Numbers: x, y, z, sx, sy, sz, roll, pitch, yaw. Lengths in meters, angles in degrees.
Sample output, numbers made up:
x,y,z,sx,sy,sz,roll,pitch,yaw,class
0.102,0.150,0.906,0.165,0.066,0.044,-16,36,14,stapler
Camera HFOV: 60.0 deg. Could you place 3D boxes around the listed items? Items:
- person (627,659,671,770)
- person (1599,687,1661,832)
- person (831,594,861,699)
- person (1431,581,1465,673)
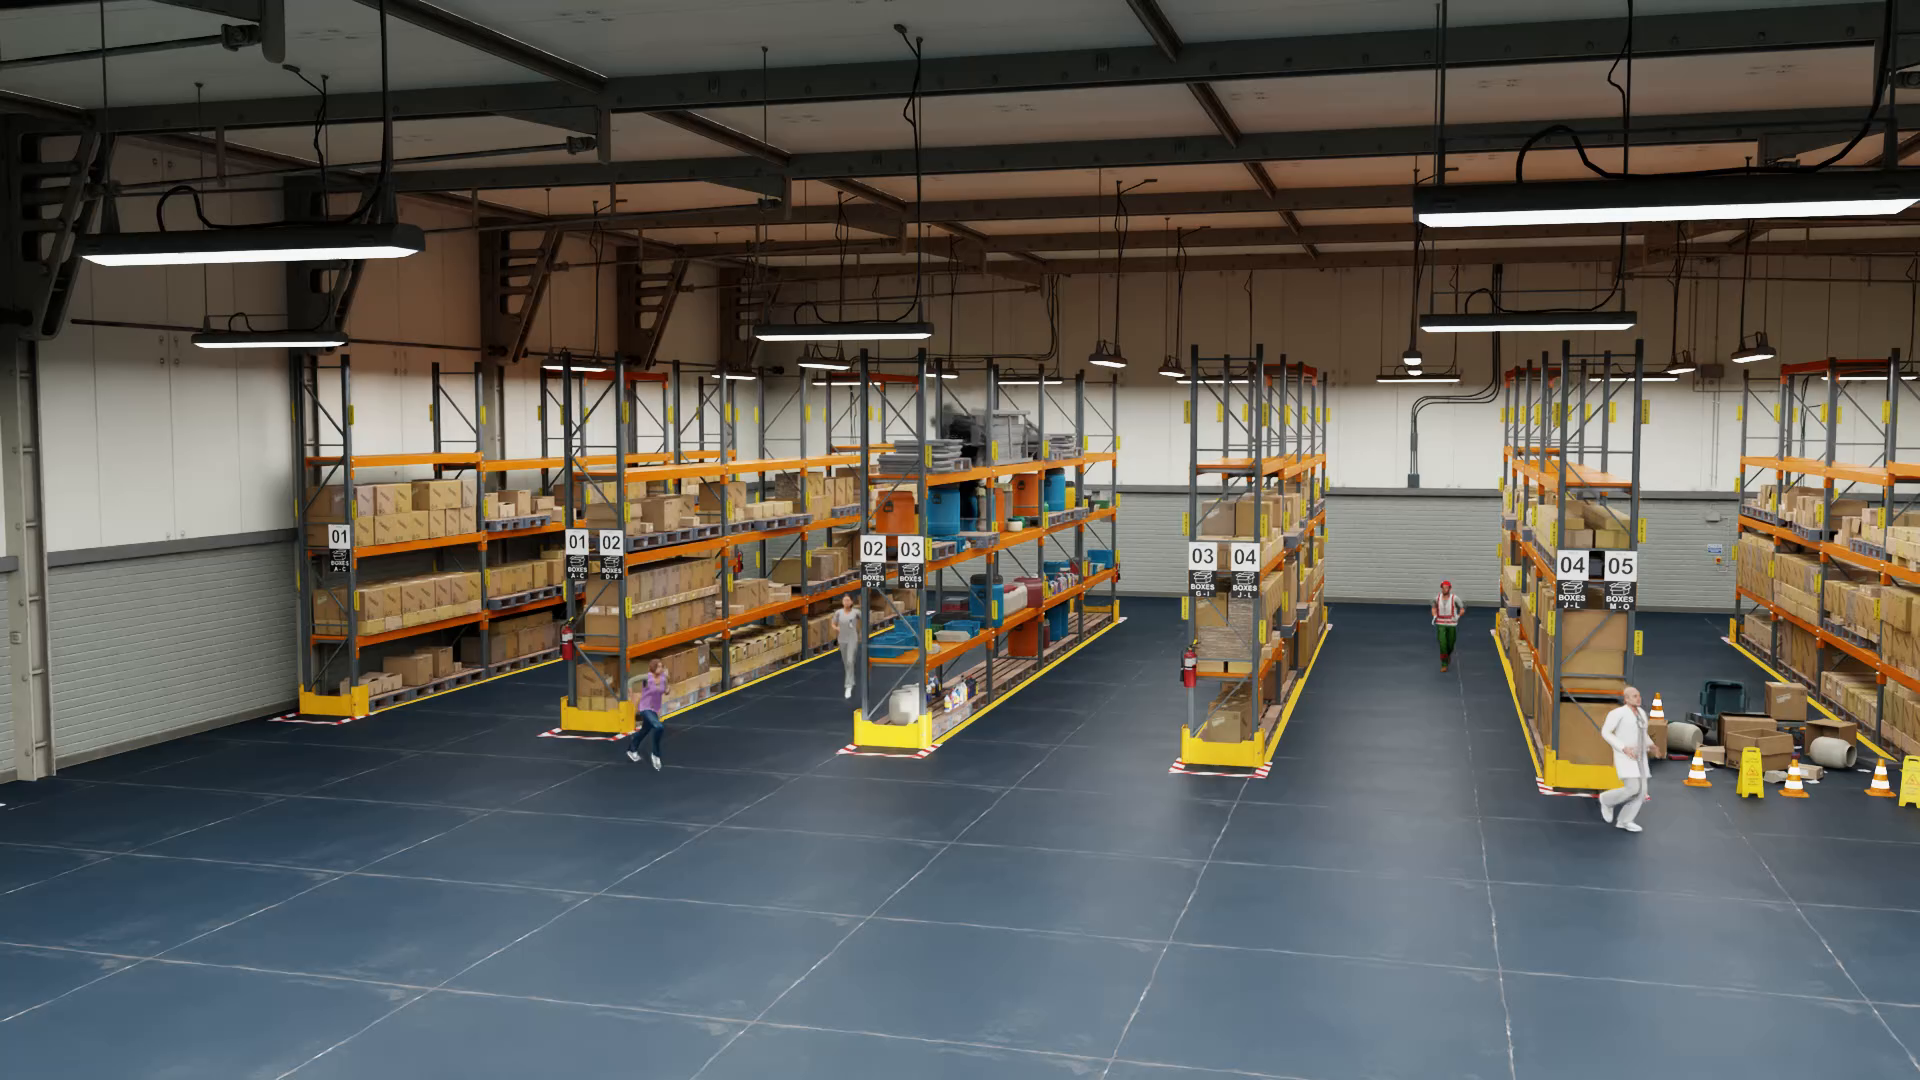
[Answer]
x,y,z,sx,sy,sz,roll,pitch,yaw,class
-4.439,2.450,23.628,0.869,1.577,0.532,3,5,34,person
8.060,2.631,20.057,0.695,1.731,0.631,-2,5,-27,person
-1.904,1.767,28.184,0.552,1.733,0.765,1,4,14,person
9.557,1.683,32.620,0.648,1.776,0.789,2,5,23,person
